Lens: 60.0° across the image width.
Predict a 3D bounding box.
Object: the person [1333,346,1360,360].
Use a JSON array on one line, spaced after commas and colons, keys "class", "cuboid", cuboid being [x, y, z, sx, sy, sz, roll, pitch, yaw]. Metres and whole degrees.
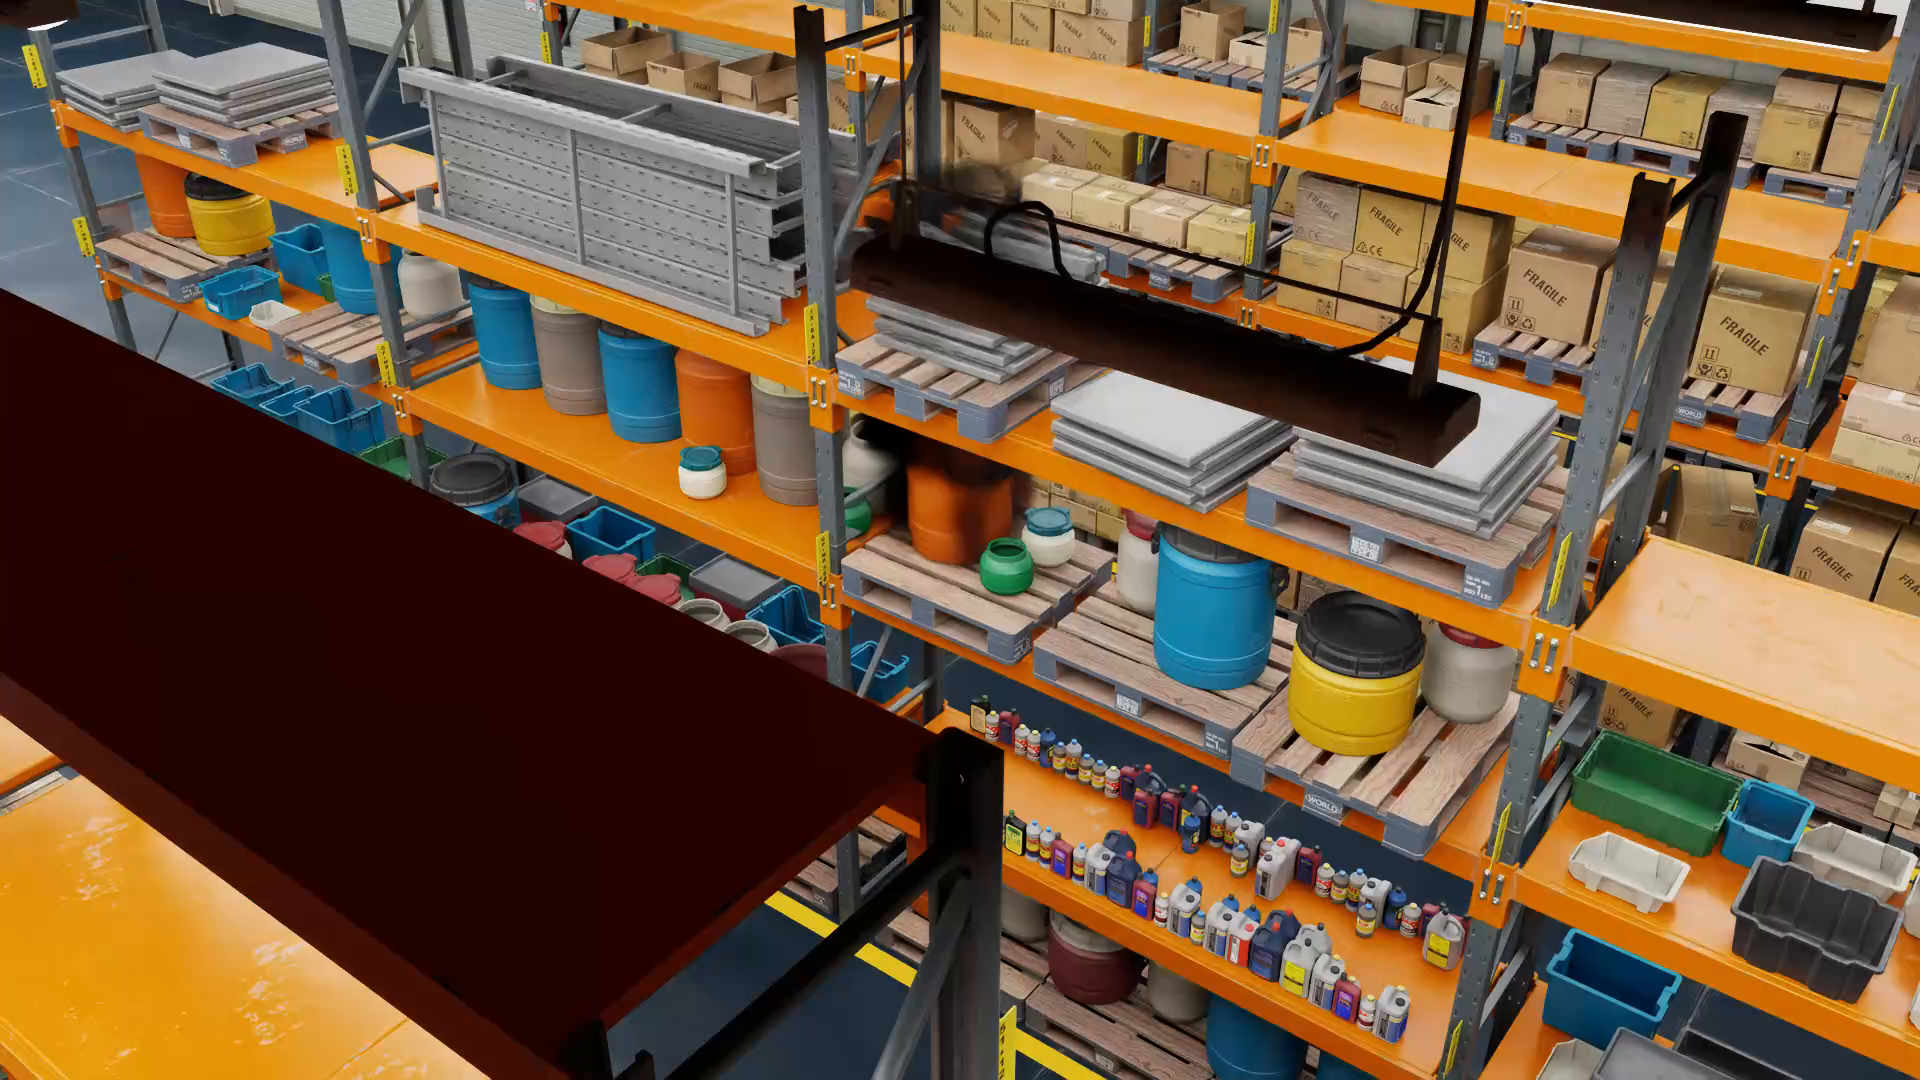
[{"class": "person", "cuboid": [3.662, -1.237, 15.738, 0.653, 1.652, 0.586, 13, 34, 21]}]
